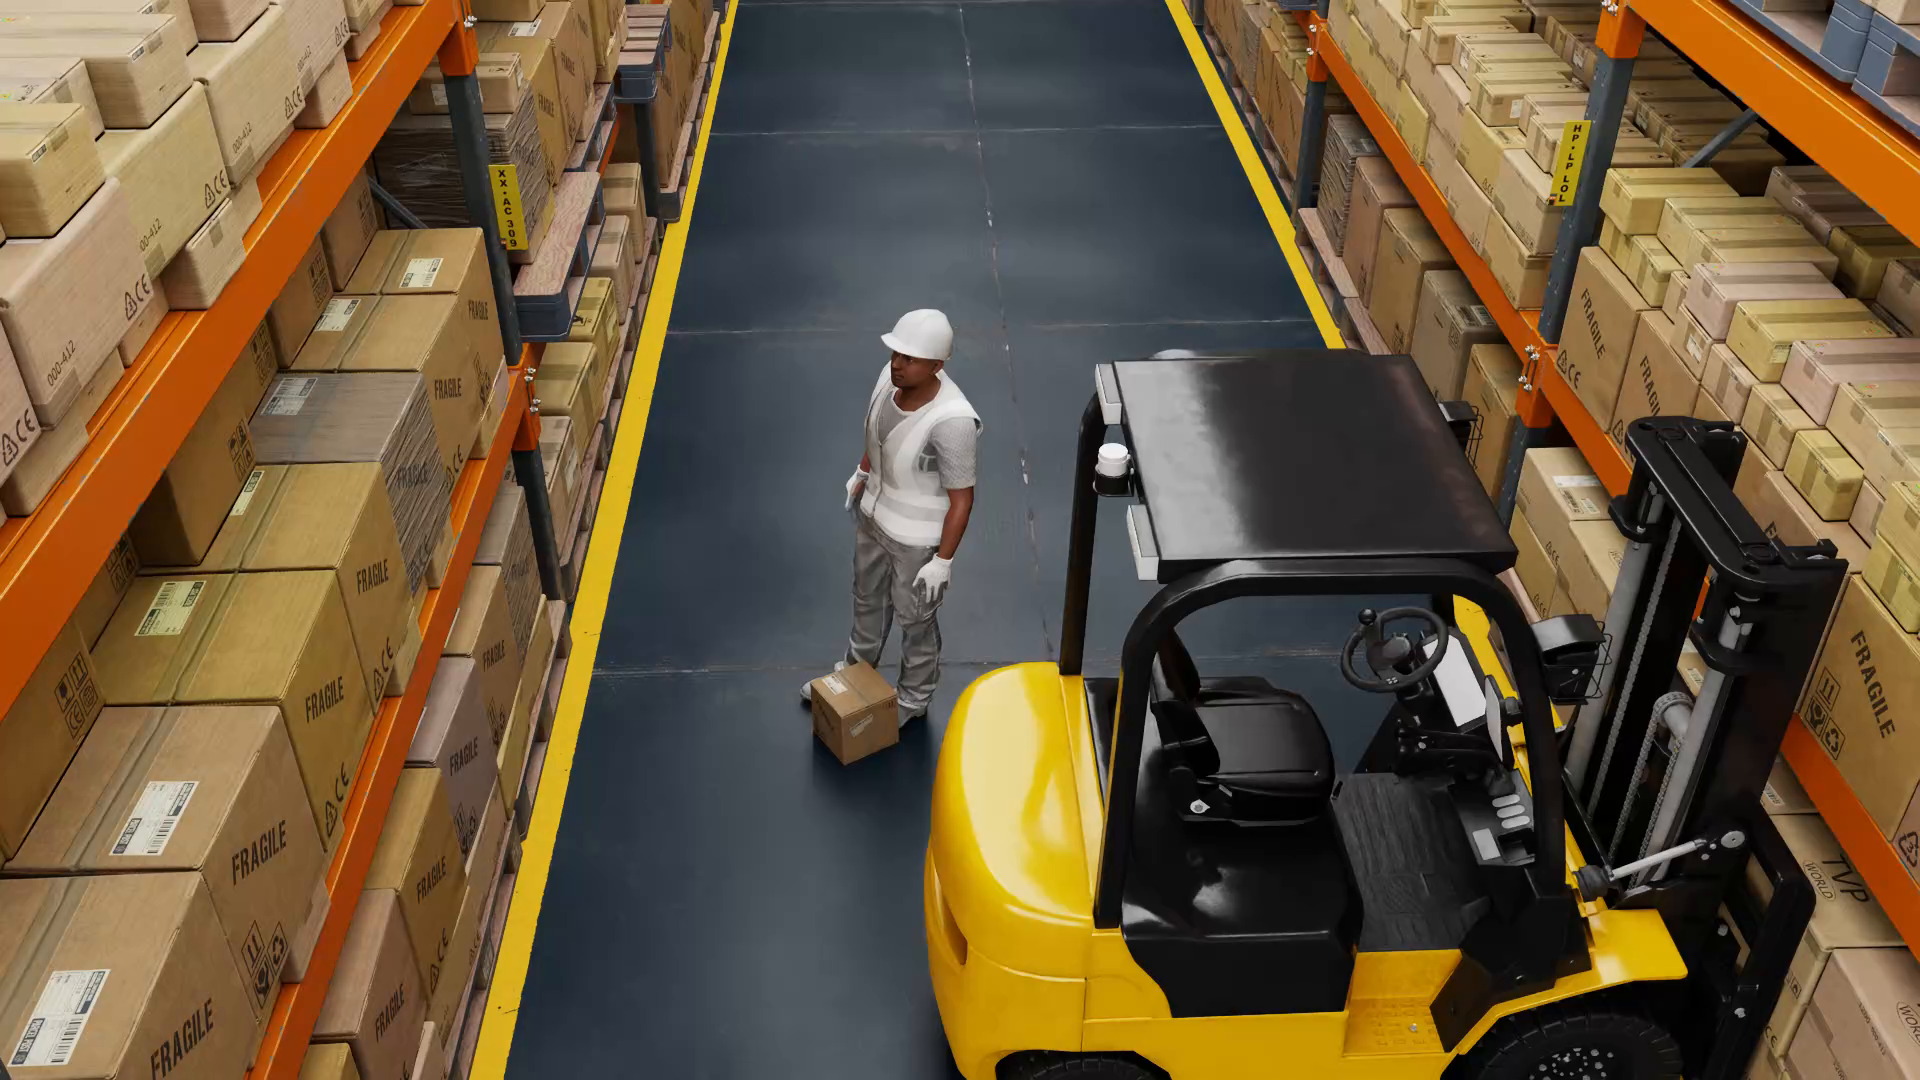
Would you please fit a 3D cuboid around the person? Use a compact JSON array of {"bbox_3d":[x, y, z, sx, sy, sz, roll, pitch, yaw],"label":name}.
[{"bbox_3d":[-0.260,-0.038,6.165,0.576,1.783,0.657,-19,39,-25],"label":"person"}]
